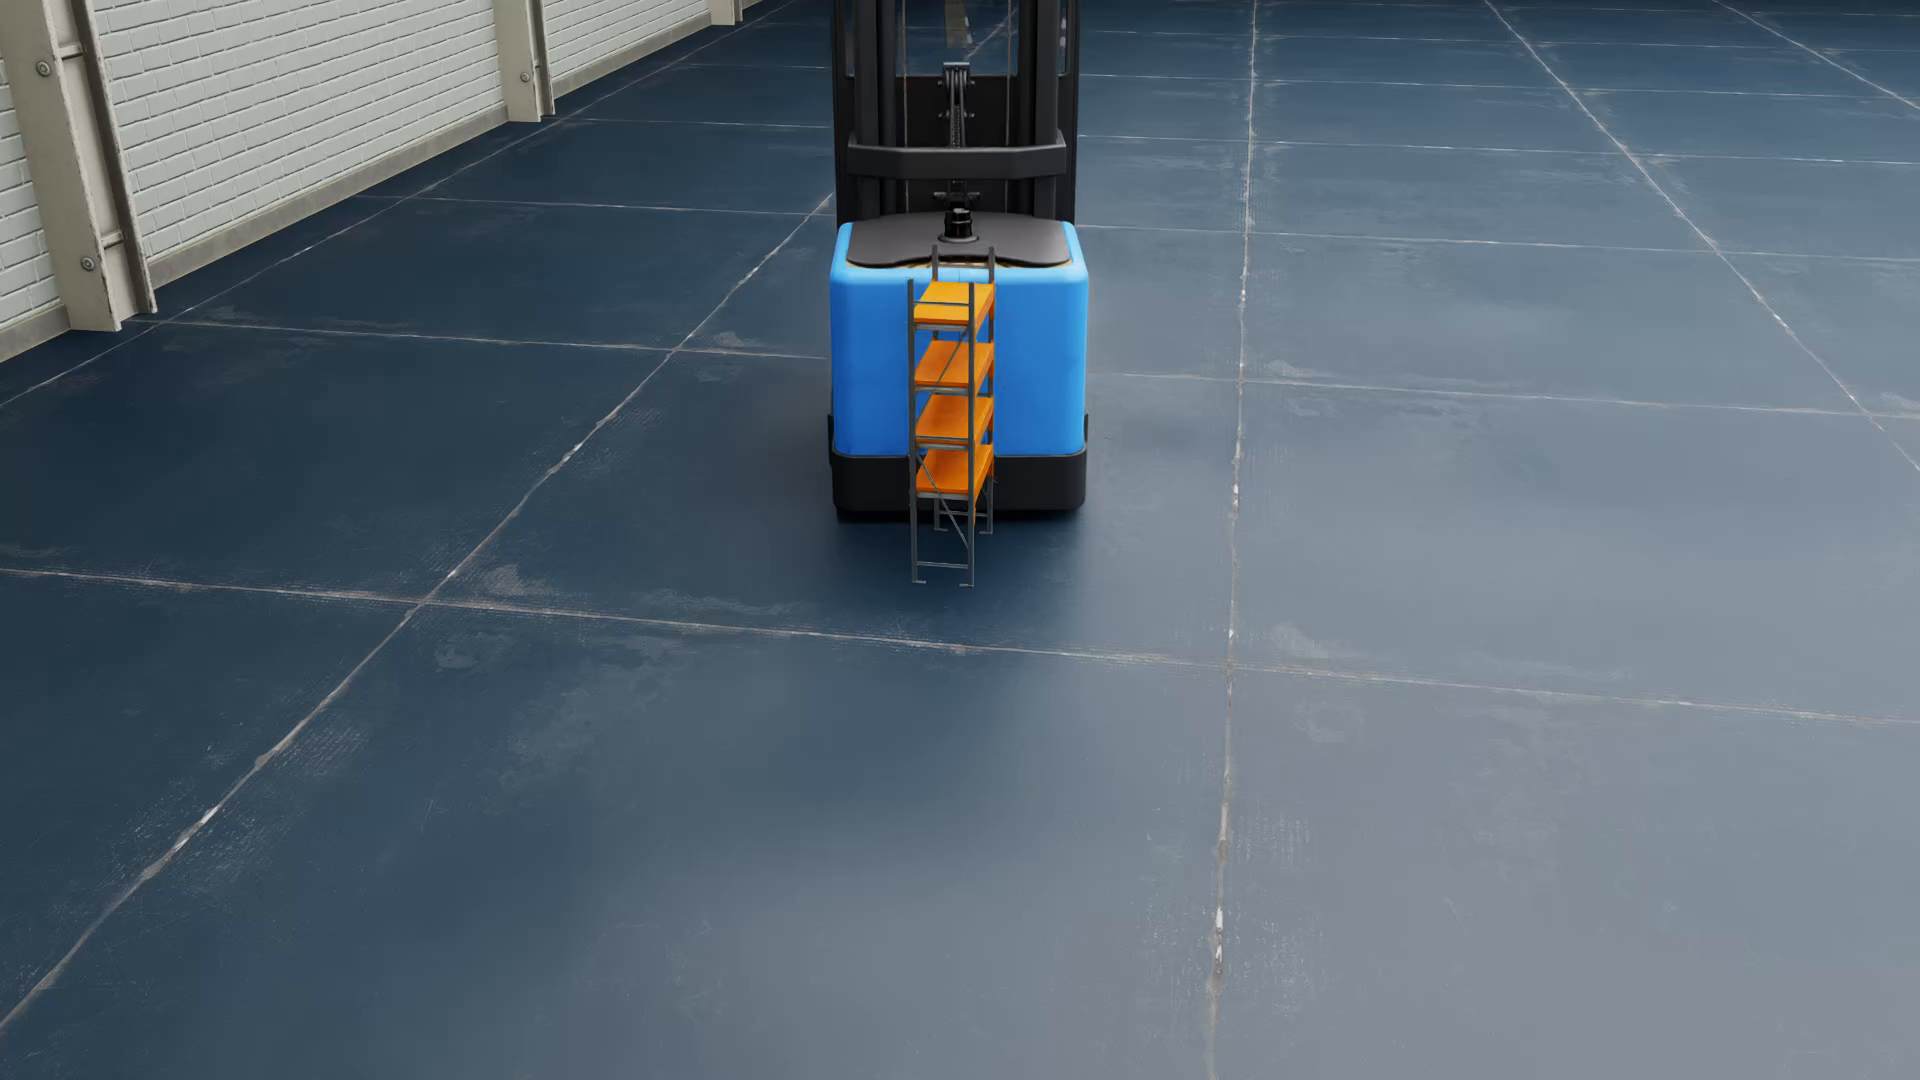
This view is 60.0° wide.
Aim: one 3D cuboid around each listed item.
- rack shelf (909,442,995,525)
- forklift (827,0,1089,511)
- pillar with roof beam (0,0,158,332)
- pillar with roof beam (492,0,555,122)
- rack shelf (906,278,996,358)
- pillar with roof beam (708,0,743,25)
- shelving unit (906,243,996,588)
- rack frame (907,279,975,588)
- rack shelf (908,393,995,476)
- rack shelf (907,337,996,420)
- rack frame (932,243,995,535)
[{"bbox_3d":[-0.027,-0.233,6.460,0.258,0.148,0.480,4,25,9],"label":"rack shelf"},{"bbox_3d":[-0.023,-2.026,7.620,1.130,2.935,3.031,0,25,-1],"label":"forklift"},{"bbox_3d":[-0.551,-5.026,6.872,9.100,9.000,0.400,4,25,9],"label":"pillar with roof beam"},{"bbox_3d":[0.430,-7.535,12.233,9.100,9.000,0.400,4,25,9],"label":"pillar with roof beam"},{"bbox_3d":[-0.027,-0.830,6.181,0.258,0.148,0.480,4,25,9],"label":"rack shelf"},{"bbox_3d":[1.410,-10.045,17.594,9.100,9.000,0.400,4,25,9],"label":"pillar with roof beam"},{"bbox_3d":[-0.027,-0.474,6.348,0.258,1.200,0.503,4,25,9],"label":"shelving unit"},{"bbox_3d":[-0.067,-0.372,6.130,0.240,1.200,0.015,4,25,9],"label":"rack frame"},{"bbox_3d":[-0.027,-0.413,6.376,0.258,0.148,0.480,4,25,9],"label":"rack shelf"},{"bbox_3d":[-0.027,-0.616,6.281,0.258,0.148,0.480,4,25,9],"label":"rack shelf"},{"bbox_3d":[0.013,-0.576,6.566,0.240,1.200,0.015,4,25,9],"label":"rack frame"}]
